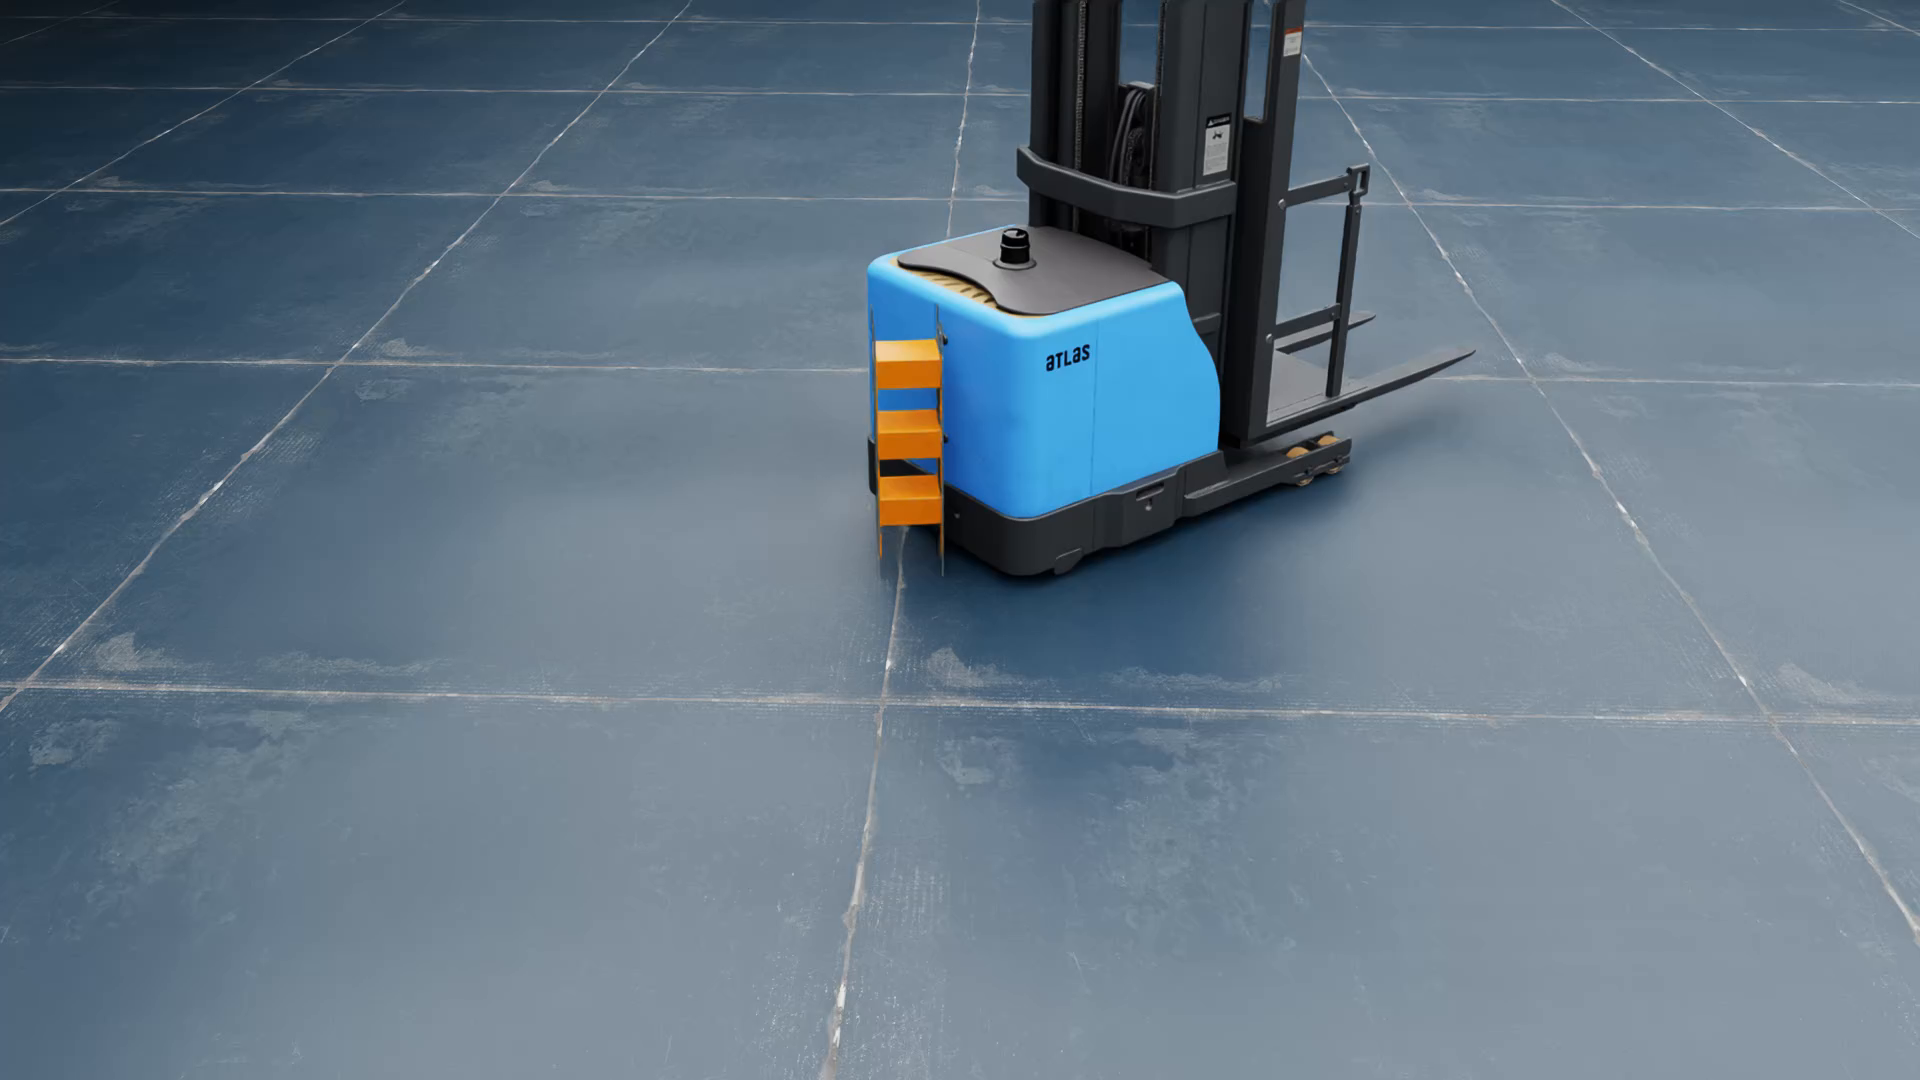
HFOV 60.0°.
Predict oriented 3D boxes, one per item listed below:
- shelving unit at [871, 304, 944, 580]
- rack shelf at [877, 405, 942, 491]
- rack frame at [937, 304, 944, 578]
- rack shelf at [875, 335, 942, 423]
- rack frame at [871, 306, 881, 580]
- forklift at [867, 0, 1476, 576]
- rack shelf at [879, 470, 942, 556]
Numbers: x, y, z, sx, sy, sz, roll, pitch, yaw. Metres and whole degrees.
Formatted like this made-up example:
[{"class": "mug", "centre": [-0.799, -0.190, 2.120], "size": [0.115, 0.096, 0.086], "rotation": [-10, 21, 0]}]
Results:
[{"class": "shelving unit", "centre": [-0.196, -0.360, 6.307], "size": [0.252, 1.050, 0.215], "rotation": [-2, 28, -4]}, {"class": "rack shelf", "centre": [-0.196, -0.350, 6.312], "size": [0.240, 0.259, 0.215], "rotation": [-2, 28, -4]}, {"class": "rack frame", "centre": [-0.074, -0.364, 6.317], "size": [0.008, 1.050, 0.200], "rotation": [-2, 28, -4]}, {"class": "rack shelf", "centre": [-0.196, -0.601, 6.179], "size": [0.240, 0.259, 0.215], "rotation": [-2, 28, -4]}, {"class": "rack frame", "centre": [-0.318, -0.355, 6.298], "size": [0.008, 1.050, 0.200], "rotation": [-2, 28, -4]}, {"class": "forklift", "centre": [1.091, -1.704, 6.835], "size": [3.031, 2.935, 1.130], "rotation": [-20, 34, -33]}, {"class": "rack shelf", "centre": [-0.196, -0.105, 6.443], "size": [0.240, 0.259, 0.215], "rotation": [-2, 28, -4]}]
